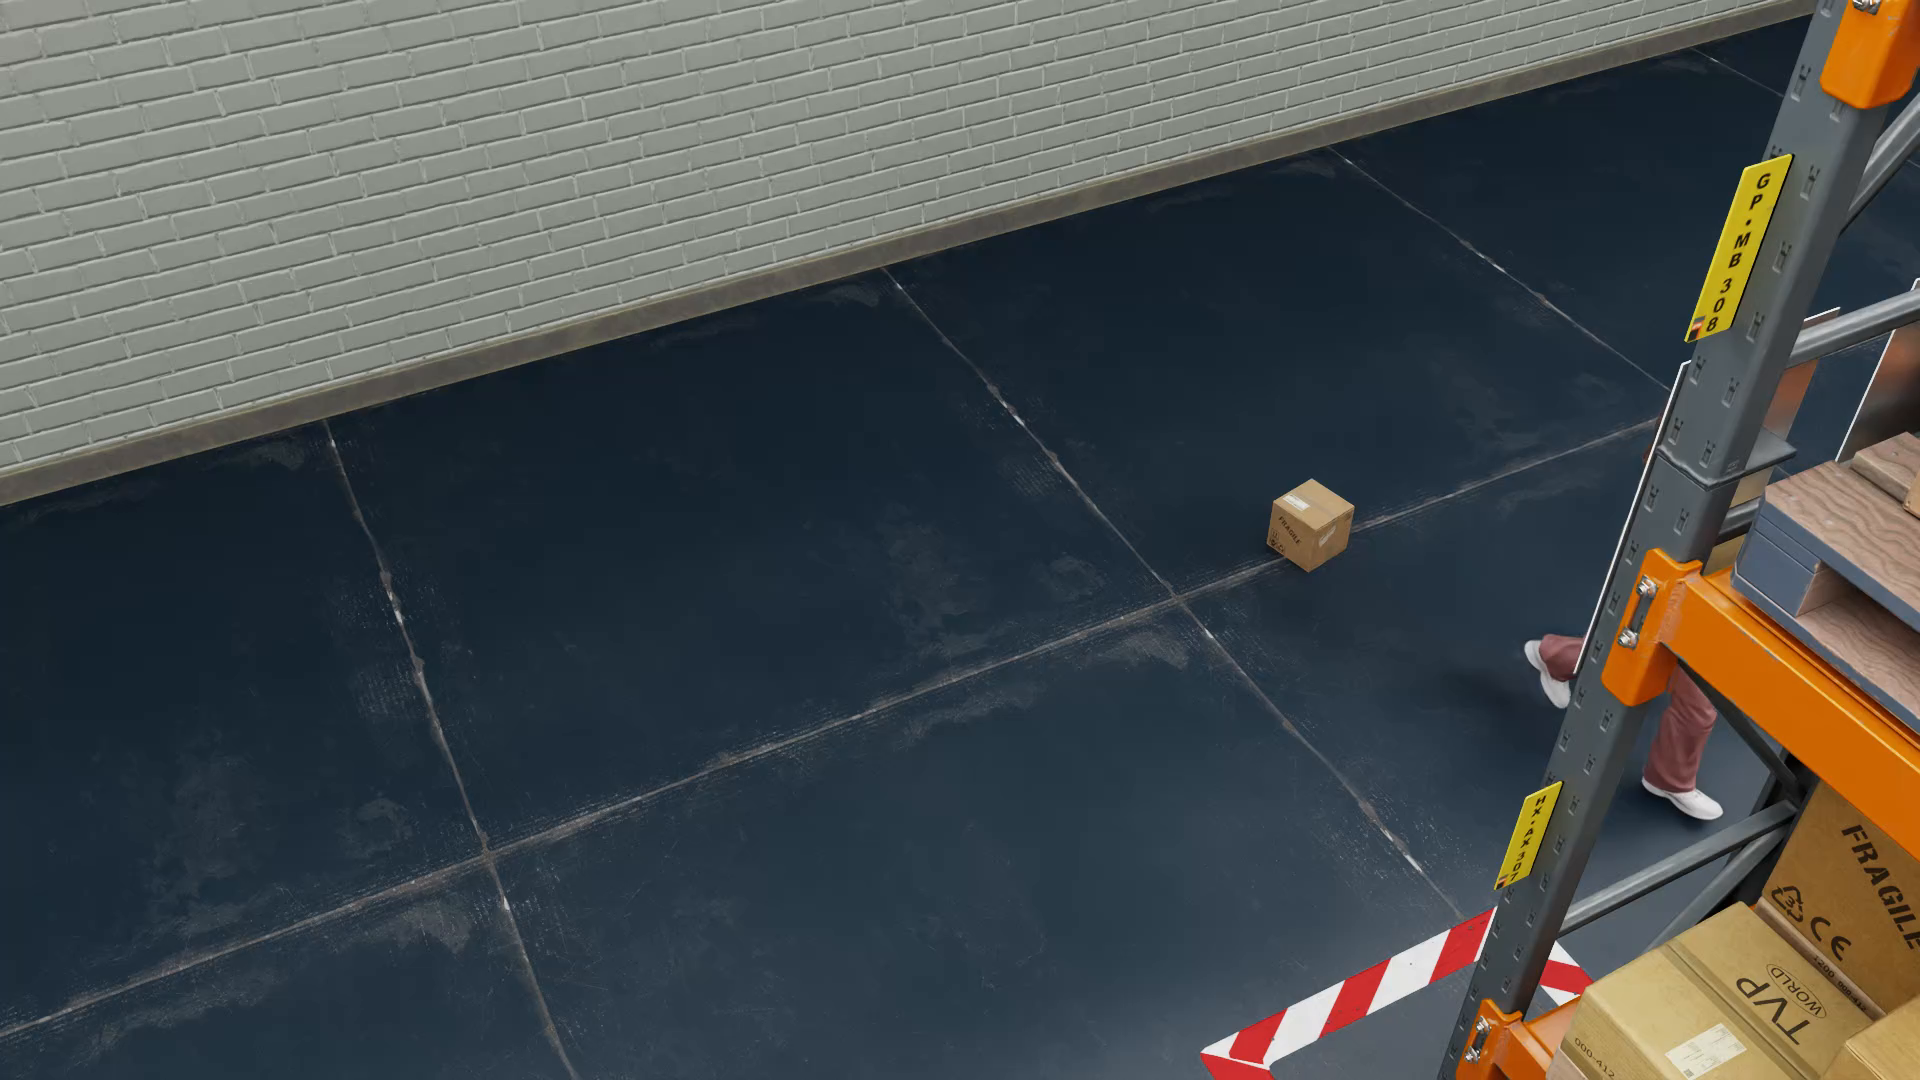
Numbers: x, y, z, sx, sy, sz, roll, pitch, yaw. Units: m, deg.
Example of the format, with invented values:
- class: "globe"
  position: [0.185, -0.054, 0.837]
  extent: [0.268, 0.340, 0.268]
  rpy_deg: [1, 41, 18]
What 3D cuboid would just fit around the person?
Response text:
- class: "person"
  position: [2.523, 0.218, 5.911]
  extent: [0.893, 1.629, 0.457]
  rpy_deg: [27, 48, 28]
